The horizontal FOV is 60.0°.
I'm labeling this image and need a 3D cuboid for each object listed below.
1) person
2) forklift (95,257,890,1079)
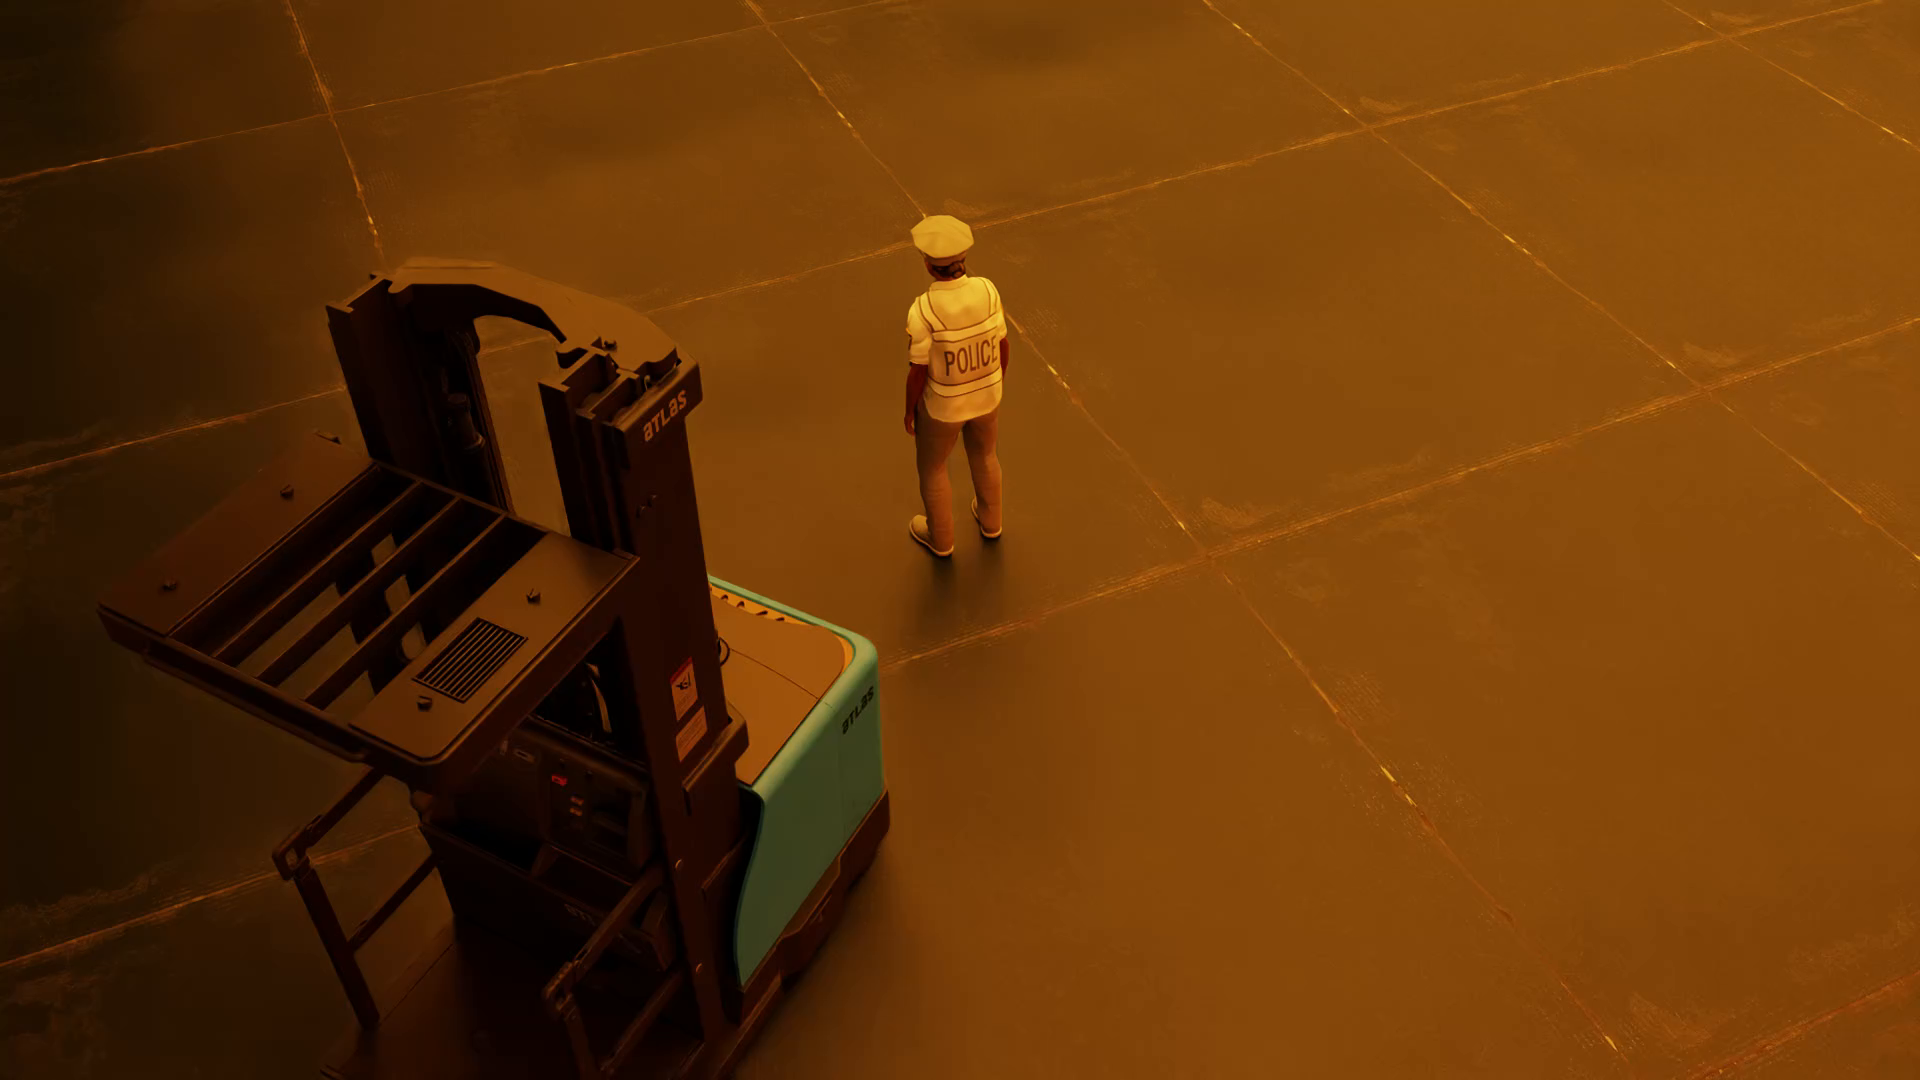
[{"bbox_3d":[-0.015,-0.628,7.288,0.513,1.657,0.393,-19,46,-19],"label":"person"},{"bbox_3d":[-1.415,0.804,4.819,1.130,2.935,3.031,20,47,20],"label":"forklift"}]
